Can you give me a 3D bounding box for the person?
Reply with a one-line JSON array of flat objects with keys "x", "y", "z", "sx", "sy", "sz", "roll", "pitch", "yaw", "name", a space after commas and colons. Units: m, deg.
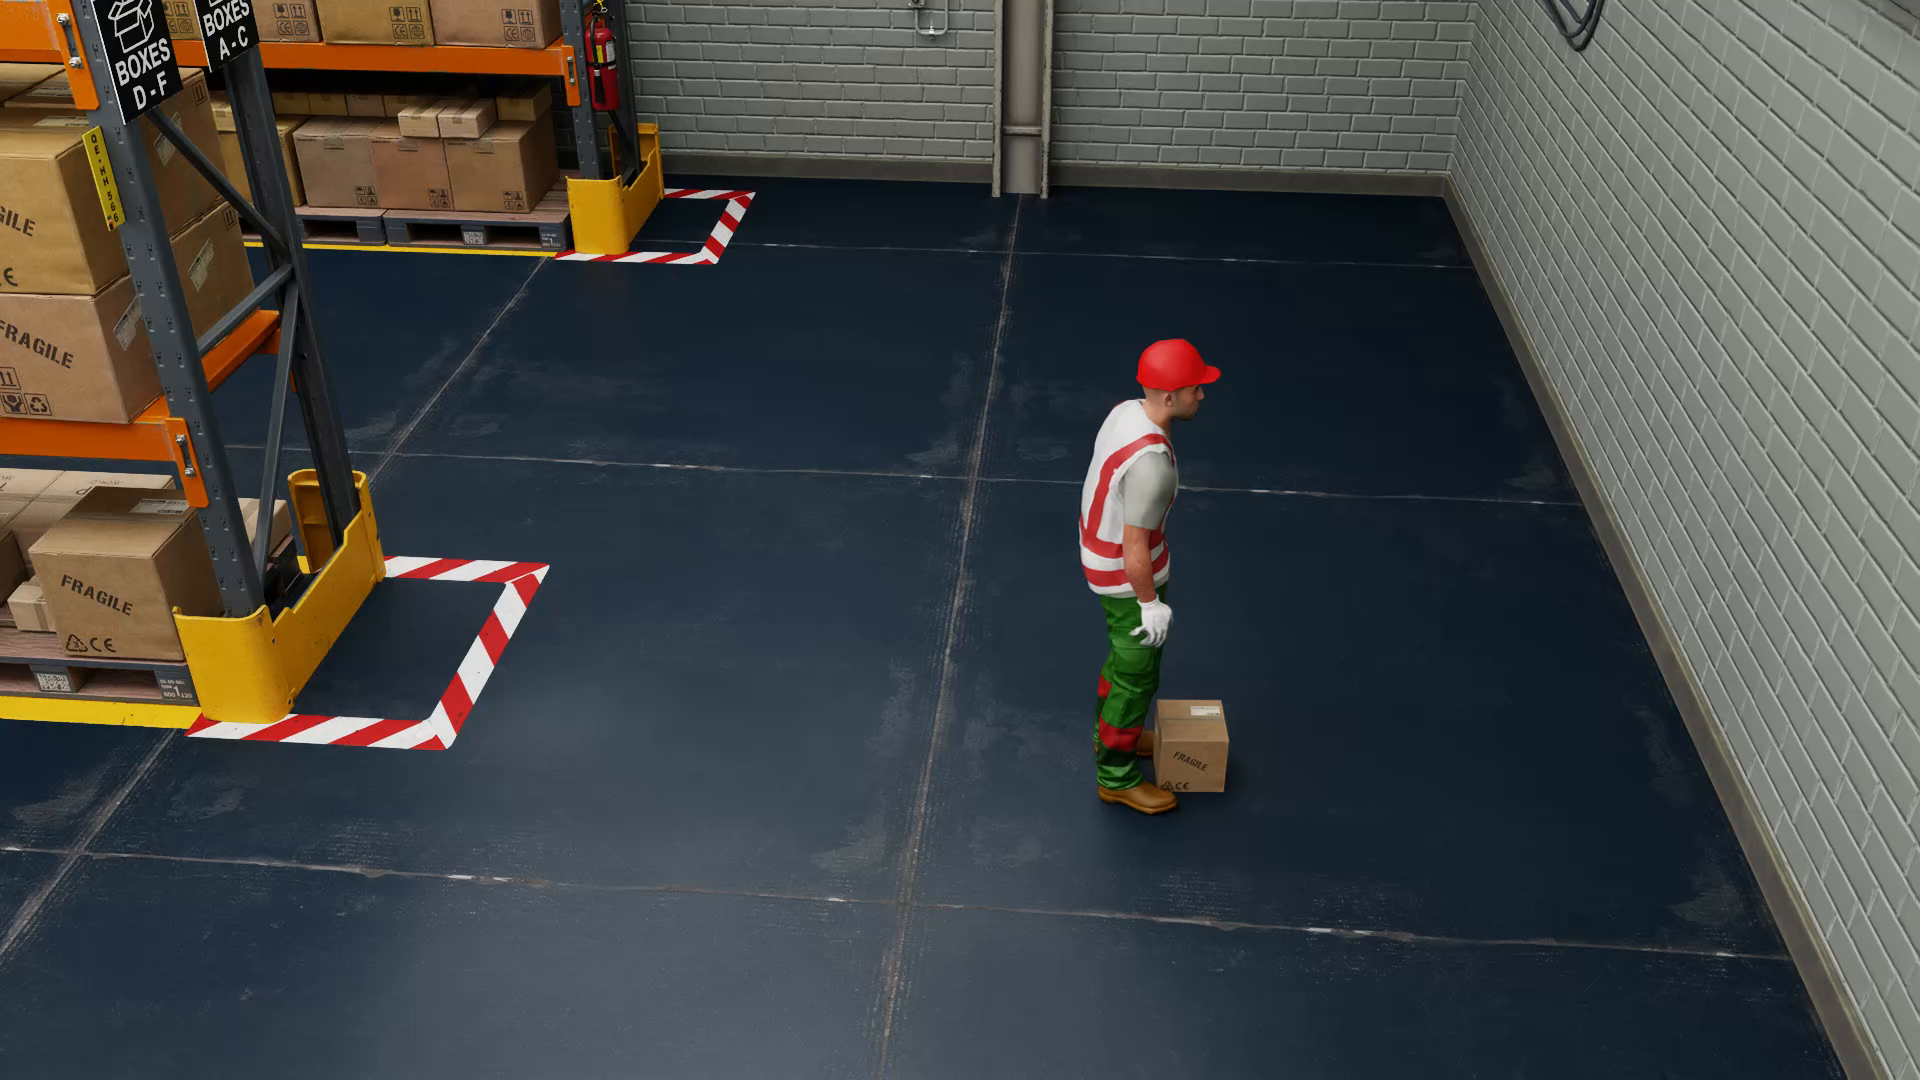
[{"x": 0.648, "y": 0.112, "z": 5.939, "sx": 0.448, "sy": 1.780, "sz": 0.620, "roll": 1, "pitch": 32, "yaw": 1, "name": "person"}]
